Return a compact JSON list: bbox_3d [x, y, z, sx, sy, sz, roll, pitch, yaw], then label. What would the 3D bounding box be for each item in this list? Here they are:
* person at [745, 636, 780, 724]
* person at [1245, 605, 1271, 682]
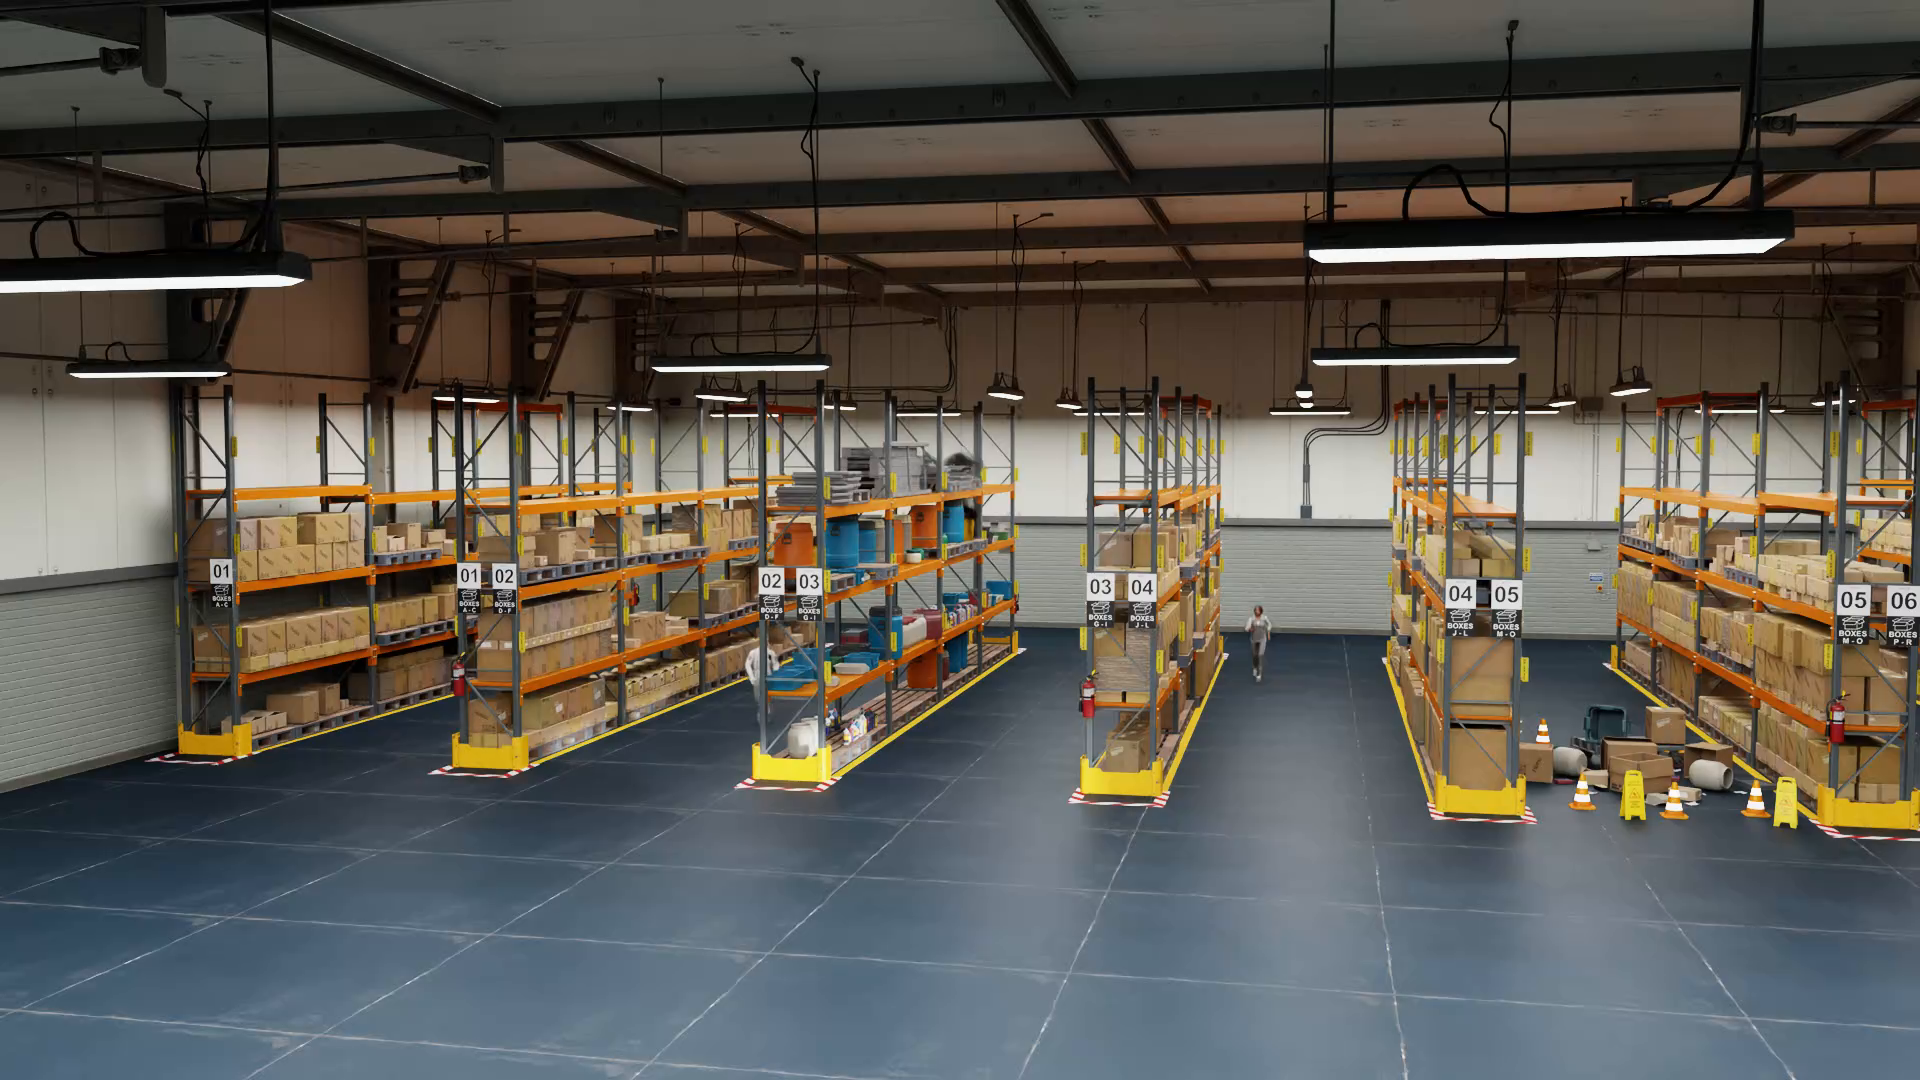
[{"bbox_3d":[-3.579,2.507,30.174,0.617,1.633,0.521,0,3,-4],"label":"person"},{"bbox_3d":[6.379,2.193,35.608,0.542,1.594,0.861,1,3,11],"label":"person"}]
